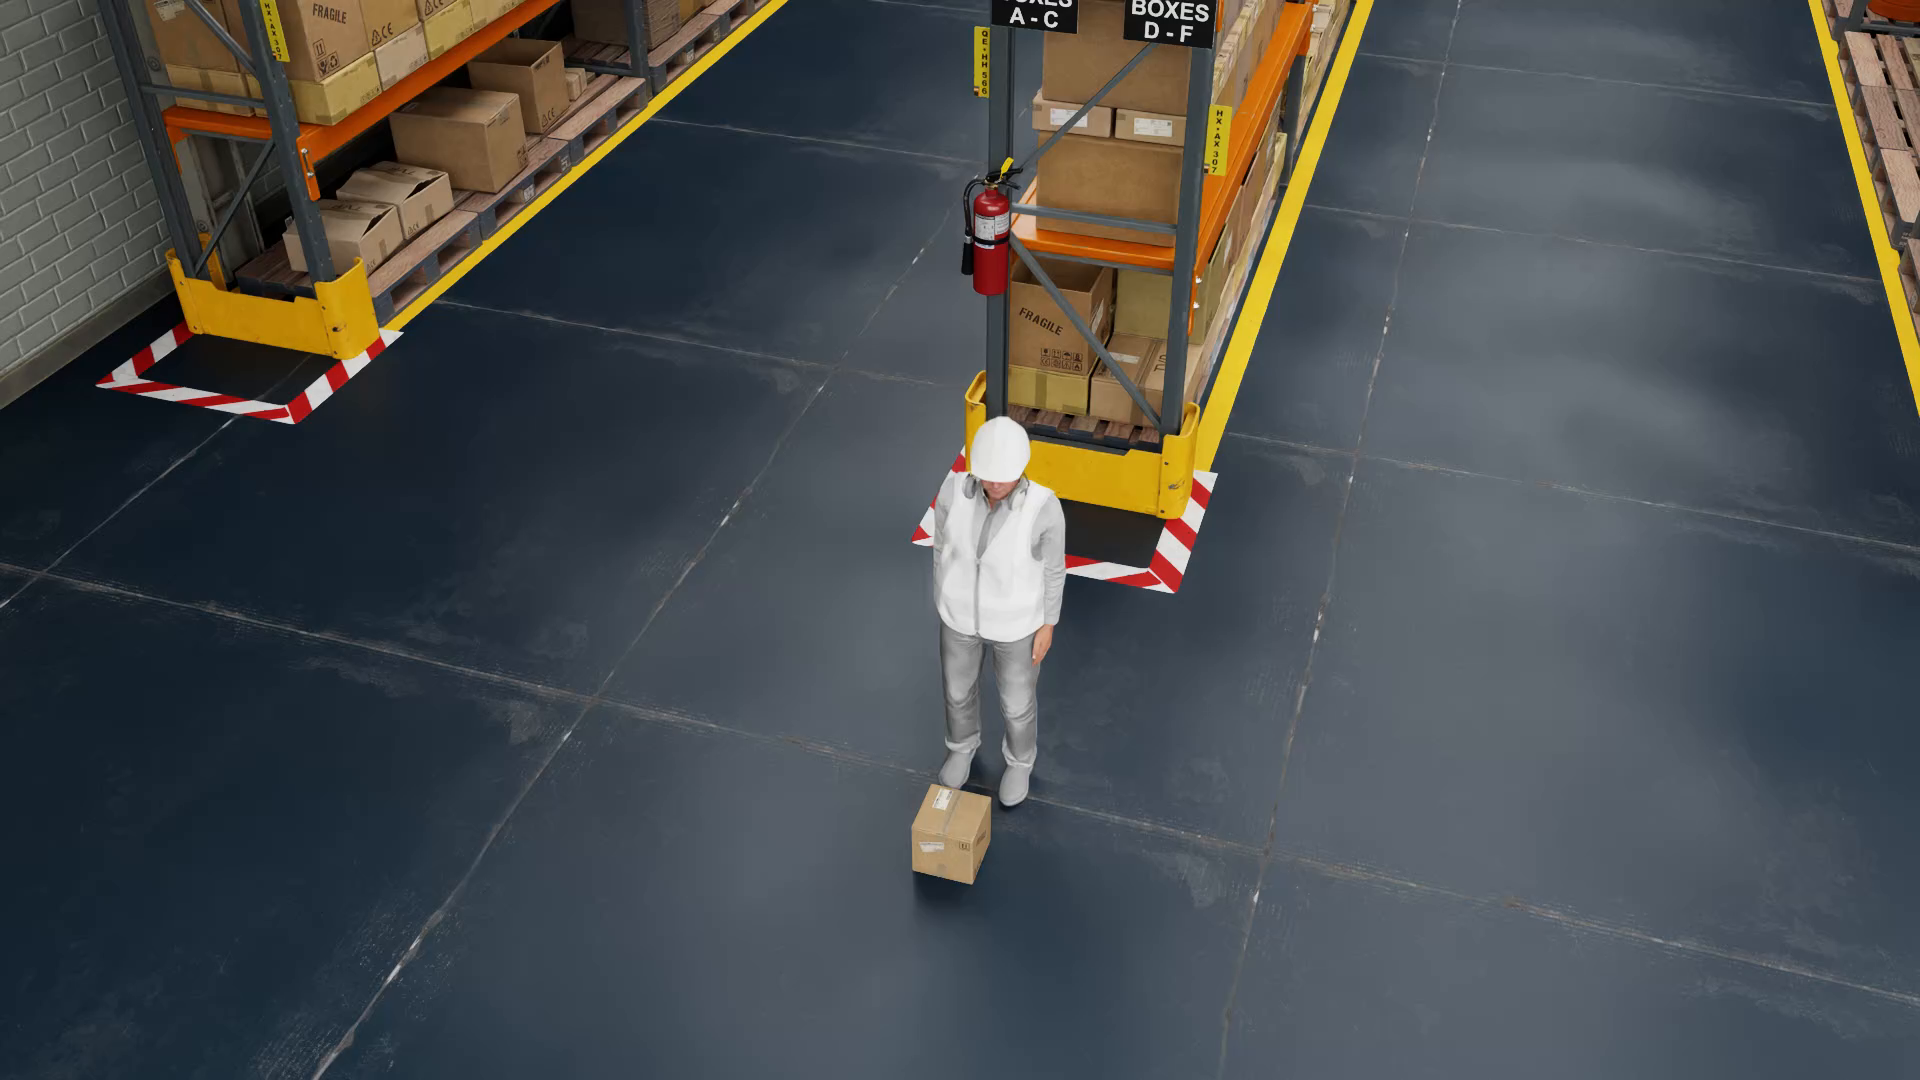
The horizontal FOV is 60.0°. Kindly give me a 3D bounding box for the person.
[{"bbox_3d":[0.141,0.291,6.493,0.533,1.771,0.360,11,38,15],"label":"person"}]
